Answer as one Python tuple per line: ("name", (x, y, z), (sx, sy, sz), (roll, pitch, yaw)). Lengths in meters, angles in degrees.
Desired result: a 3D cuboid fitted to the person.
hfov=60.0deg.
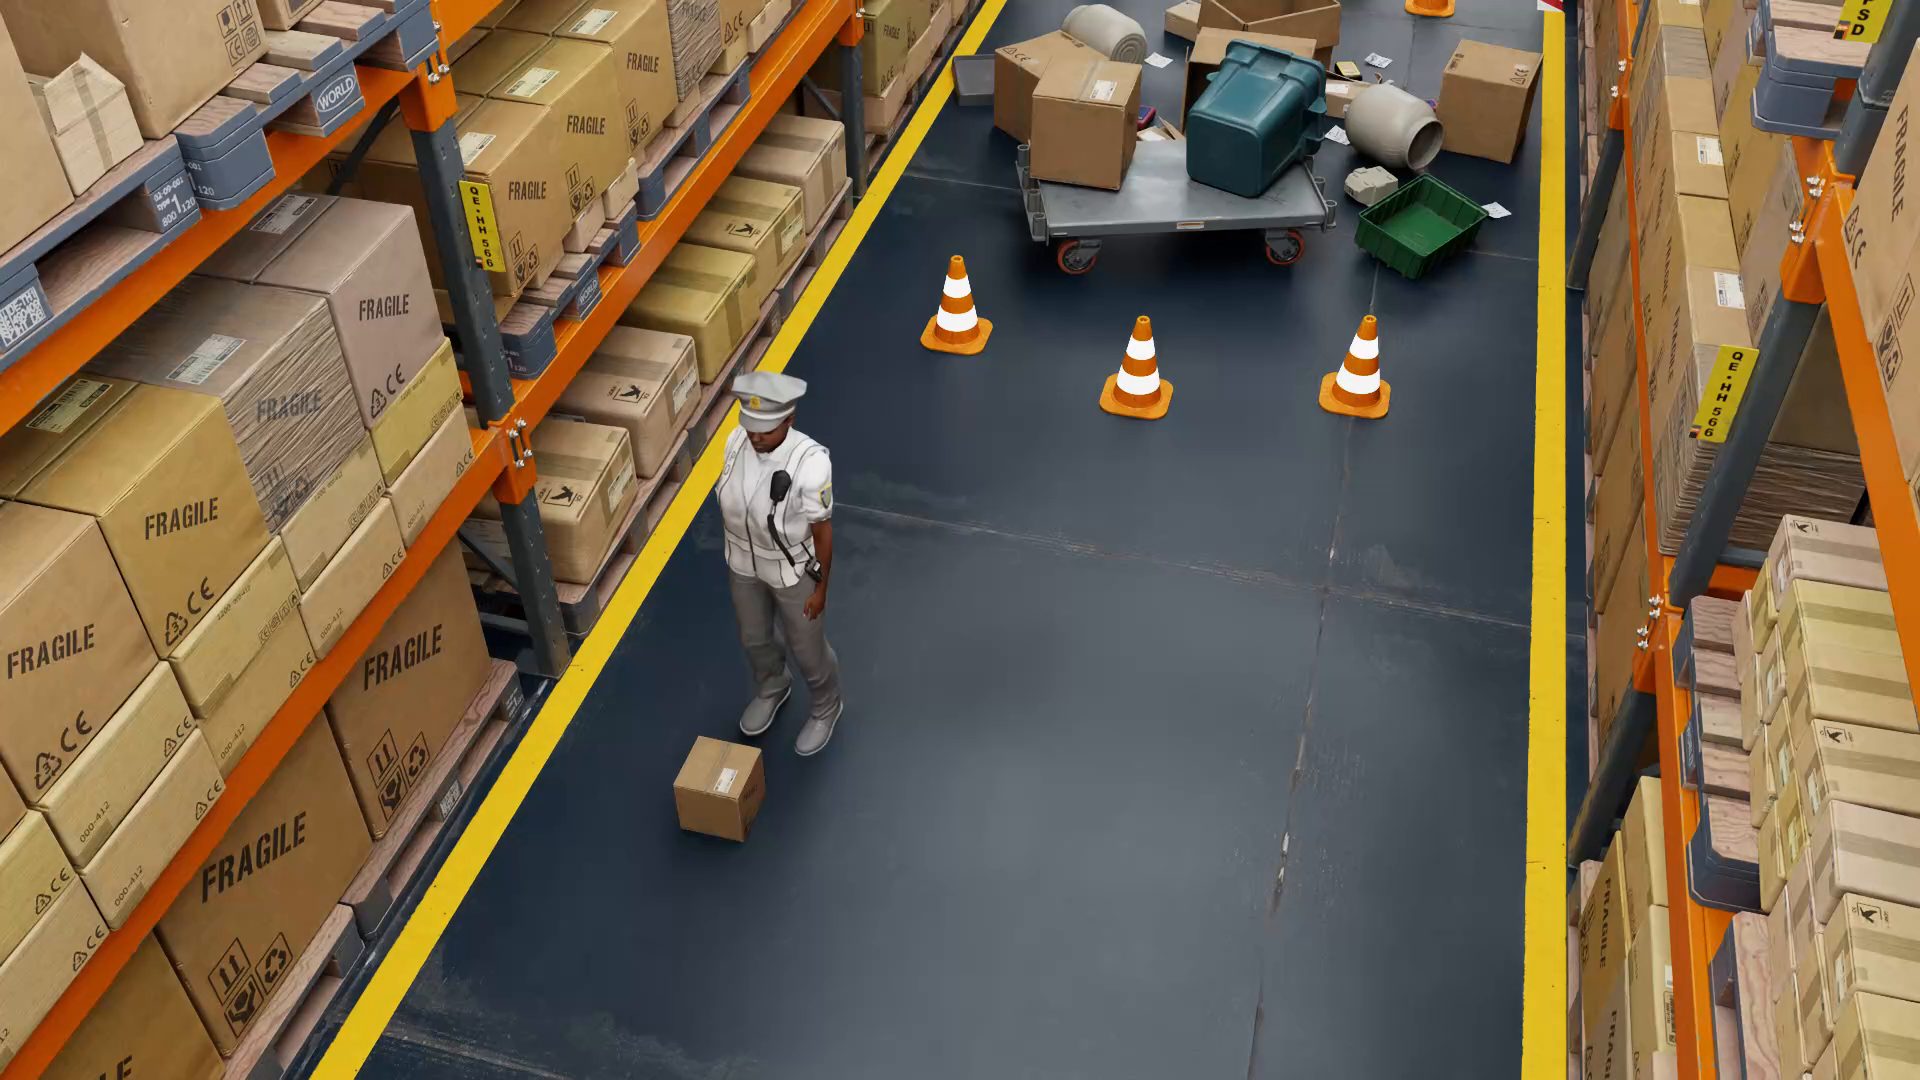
("person", (-0.653, 0.108, 6.040), (0.436, 1.687, 0.341), (20, 45, 21))
